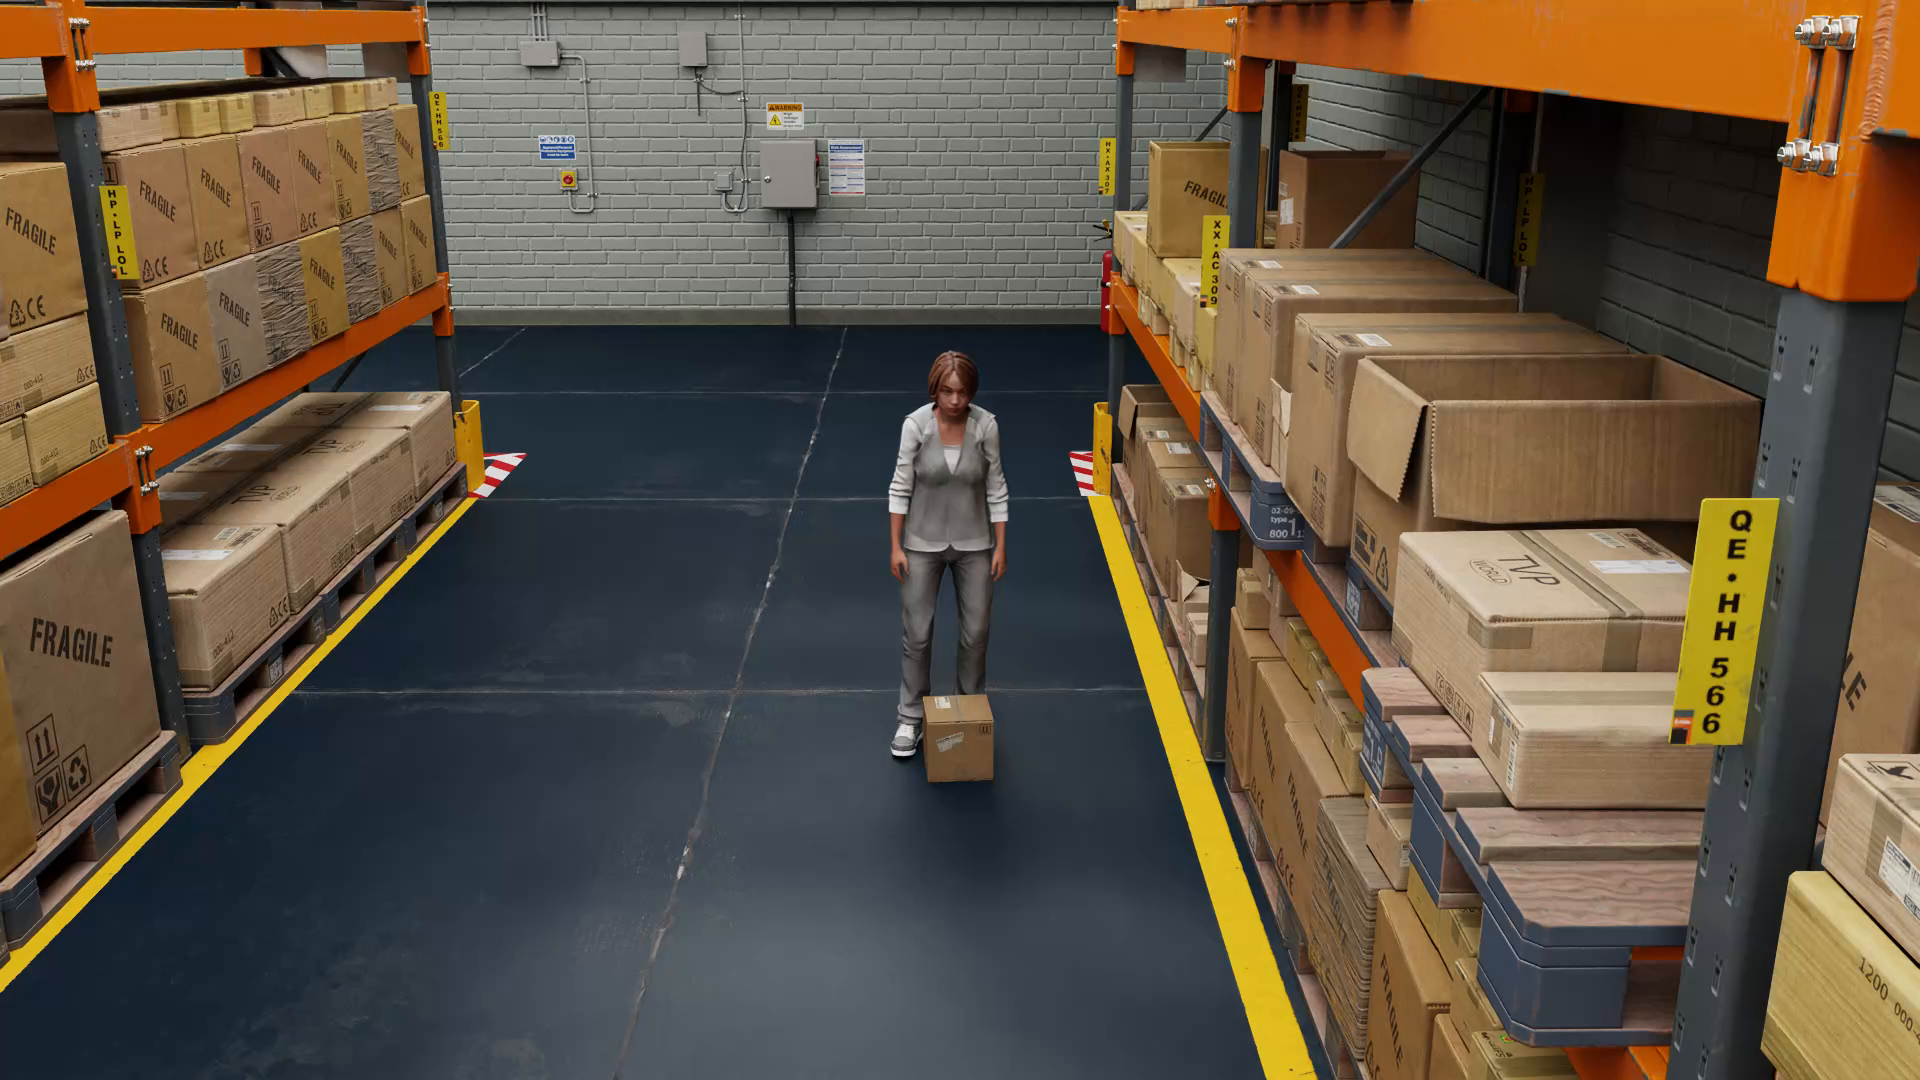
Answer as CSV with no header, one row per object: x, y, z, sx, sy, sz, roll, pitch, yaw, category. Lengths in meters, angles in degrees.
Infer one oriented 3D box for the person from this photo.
-0.045,0.056,6.407,0.467,1.581,0.349,-1,17,-4,person
